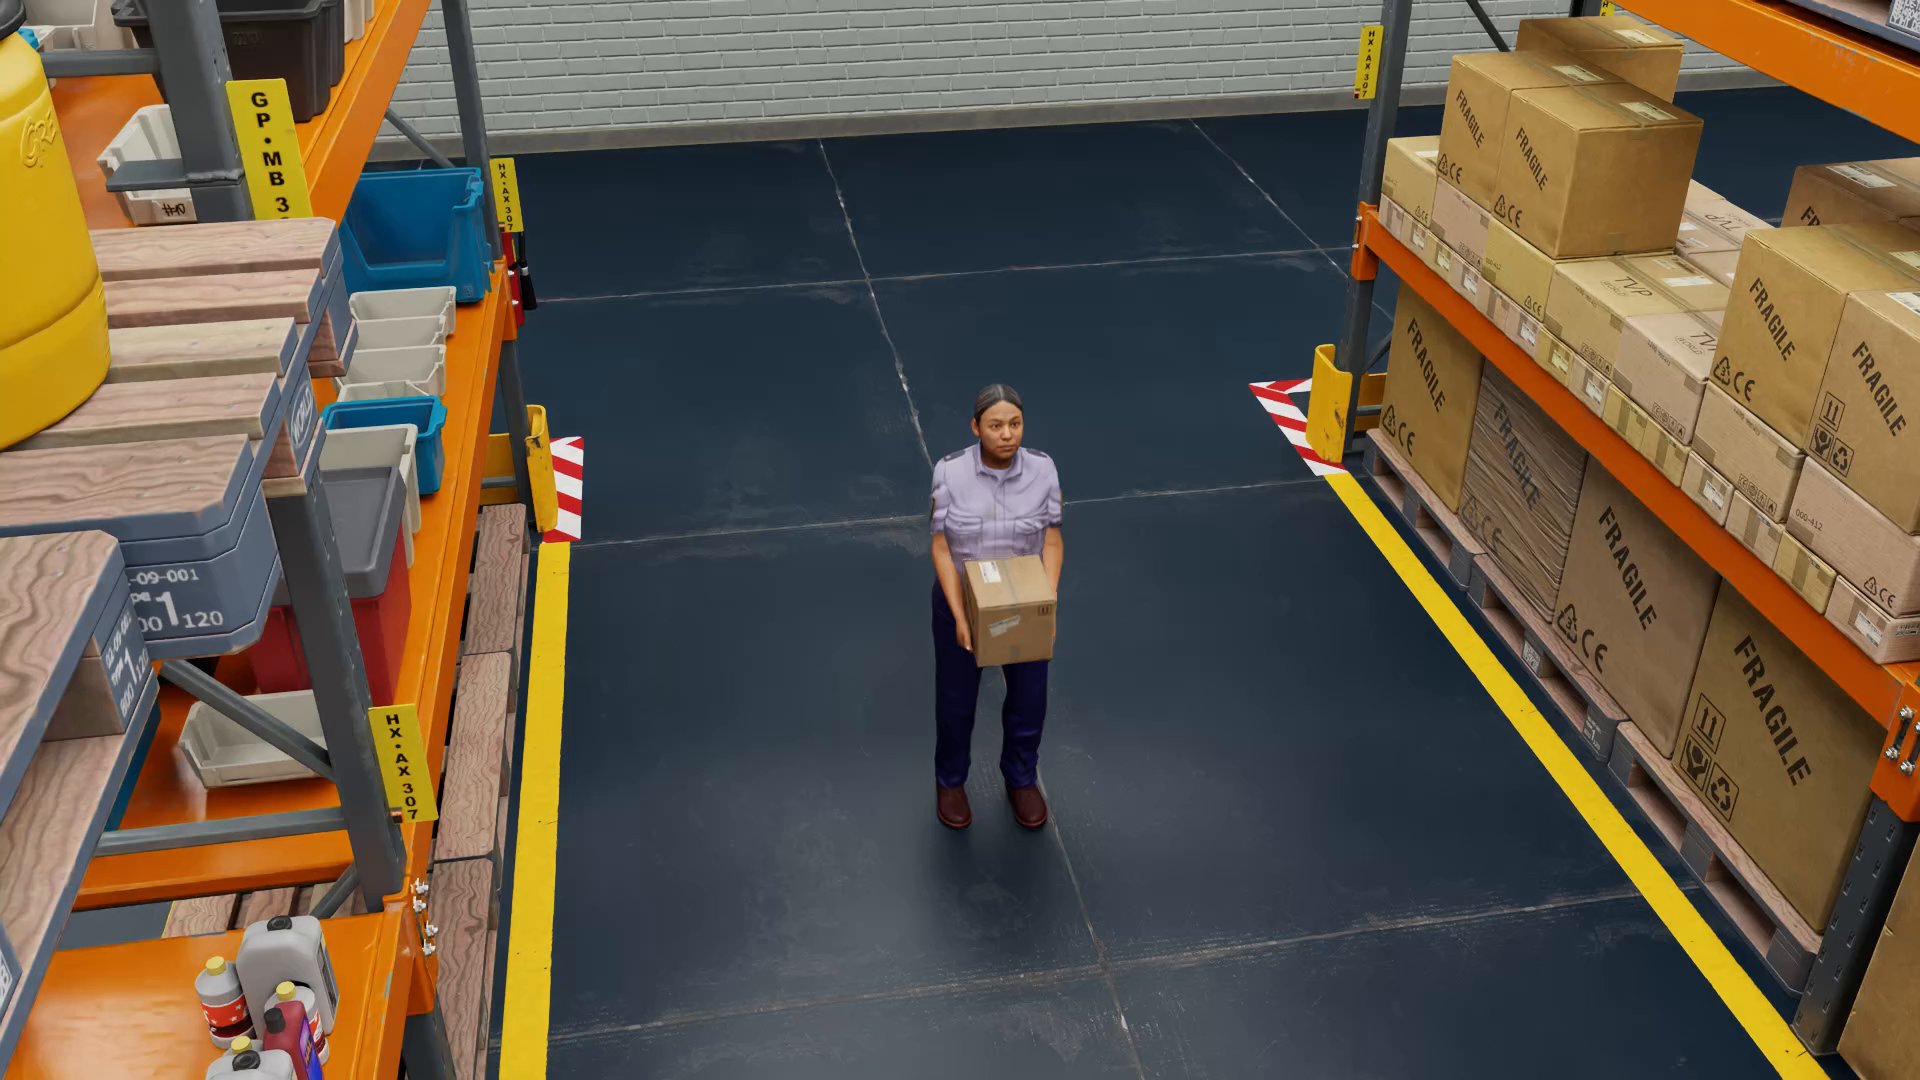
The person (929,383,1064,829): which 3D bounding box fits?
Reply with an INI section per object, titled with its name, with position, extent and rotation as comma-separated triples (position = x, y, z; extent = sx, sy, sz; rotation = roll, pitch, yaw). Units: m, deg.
[person]
position = 0.134, 0.277, 5.687
extent = 0.455, 1.641, 0.512
rotation = -4, 31, -7
